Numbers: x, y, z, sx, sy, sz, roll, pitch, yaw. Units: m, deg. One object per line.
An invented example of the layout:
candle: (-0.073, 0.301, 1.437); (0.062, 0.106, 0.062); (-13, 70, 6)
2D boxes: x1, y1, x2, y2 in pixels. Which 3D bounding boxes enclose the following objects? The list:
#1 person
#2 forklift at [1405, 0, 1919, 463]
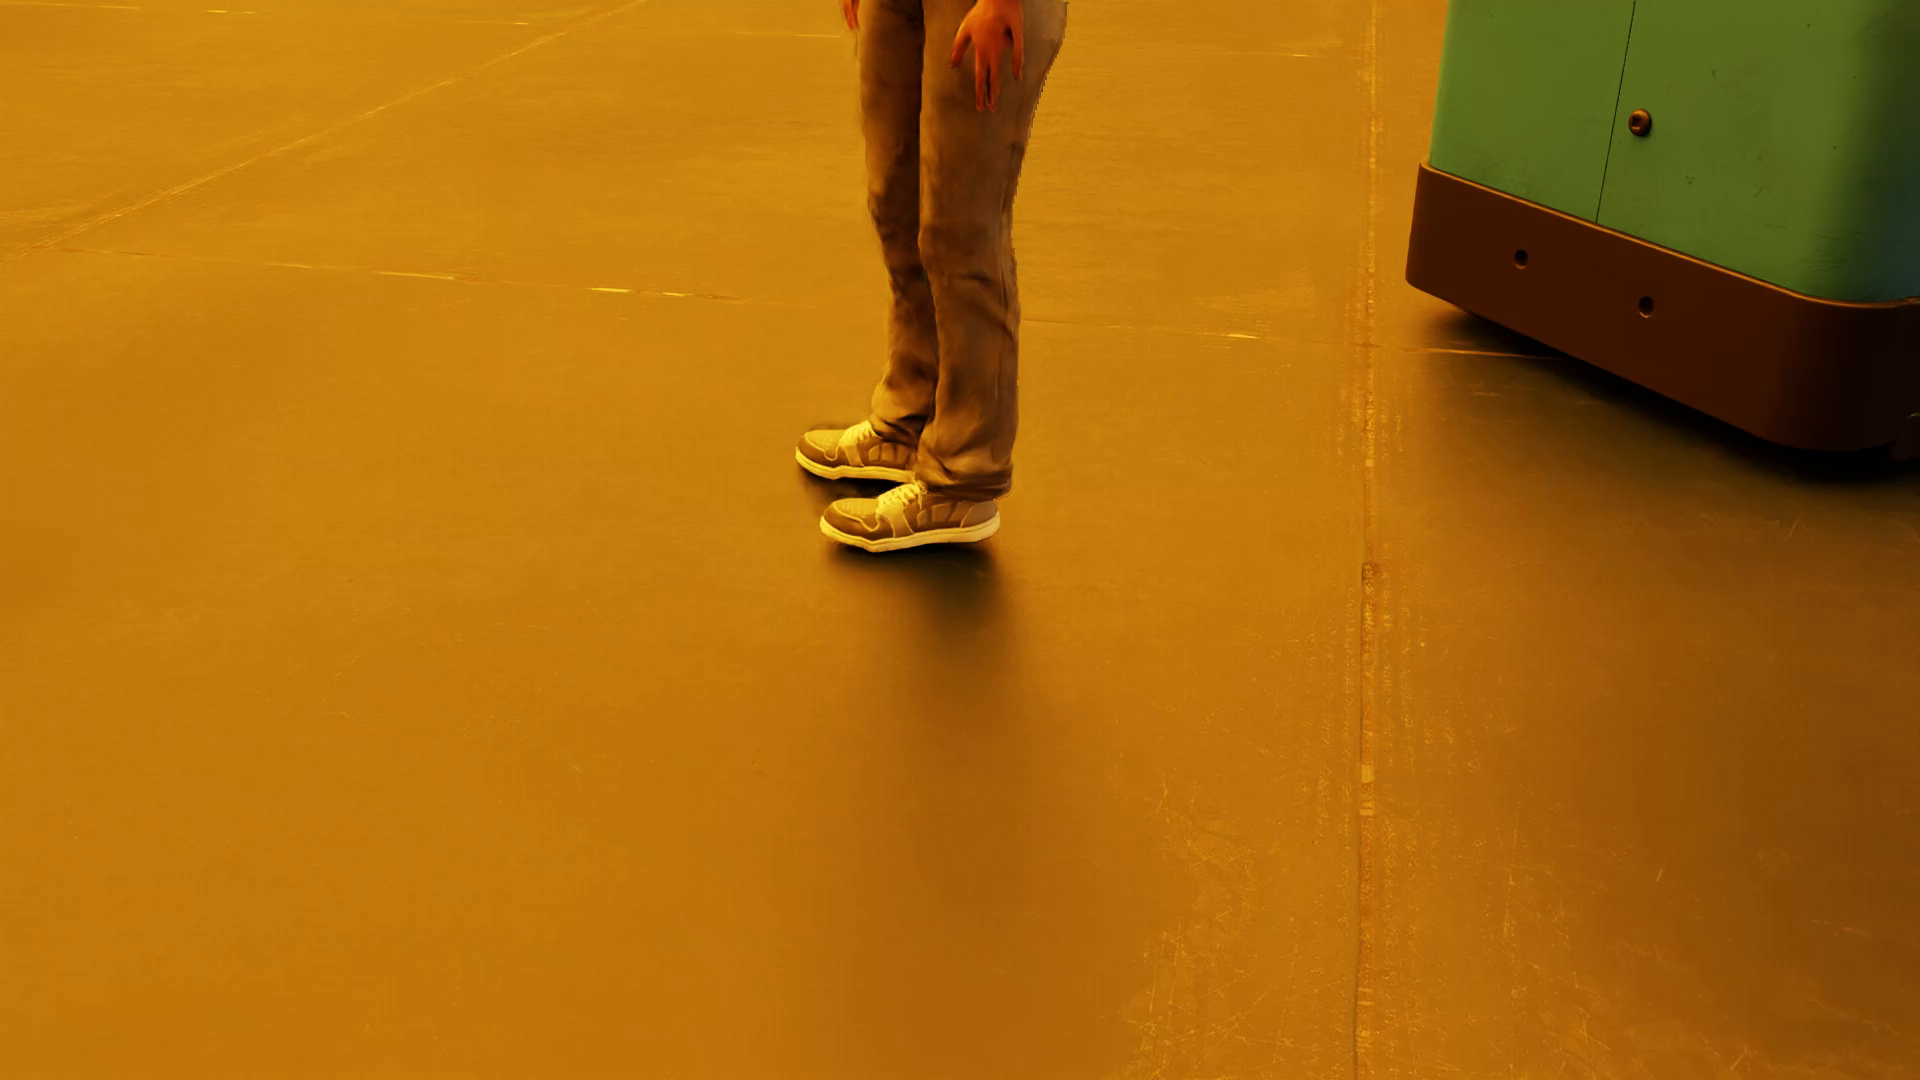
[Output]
person: (-0.043, -0.736, 2.179); (0.355, 1.599, 0.622); (-12, 29, -22)
forklift: (2.464, -1.874, 2.960); (3.031, 2.935, 1.130); (-12, 29, -23)
